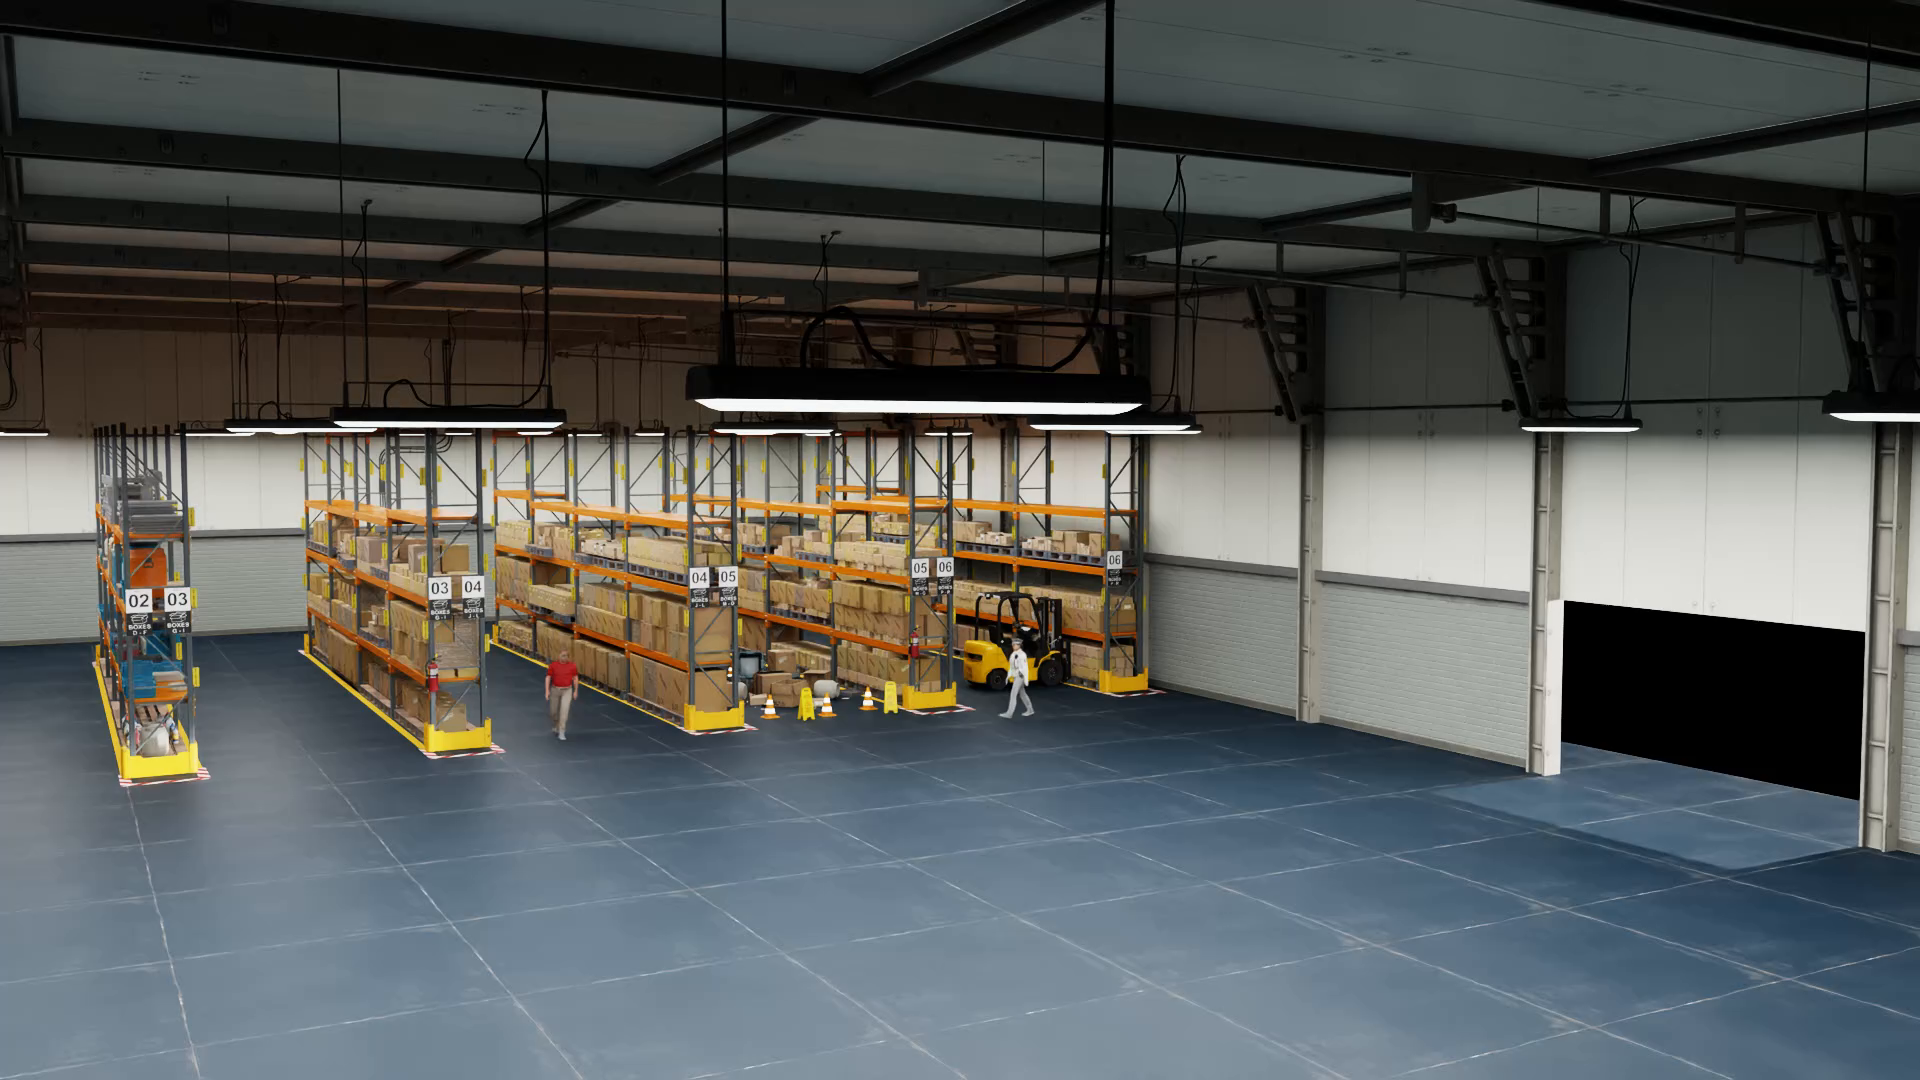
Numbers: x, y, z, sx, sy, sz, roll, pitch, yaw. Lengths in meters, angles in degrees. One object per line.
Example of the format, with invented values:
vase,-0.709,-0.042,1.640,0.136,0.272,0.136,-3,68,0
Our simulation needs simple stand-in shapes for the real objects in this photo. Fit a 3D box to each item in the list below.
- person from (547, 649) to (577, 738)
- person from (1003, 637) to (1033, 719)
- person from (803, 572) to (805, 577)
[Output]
person,-7.678,2.938,32.061,0.633,1.686,0.722,-2,4,-24
person,1.198,2.820,34.174,0.659,1.654,0.505,0,3,-4
person,-5.074,1.770,52.501,0.450,1.550,0.969,2,4,34
